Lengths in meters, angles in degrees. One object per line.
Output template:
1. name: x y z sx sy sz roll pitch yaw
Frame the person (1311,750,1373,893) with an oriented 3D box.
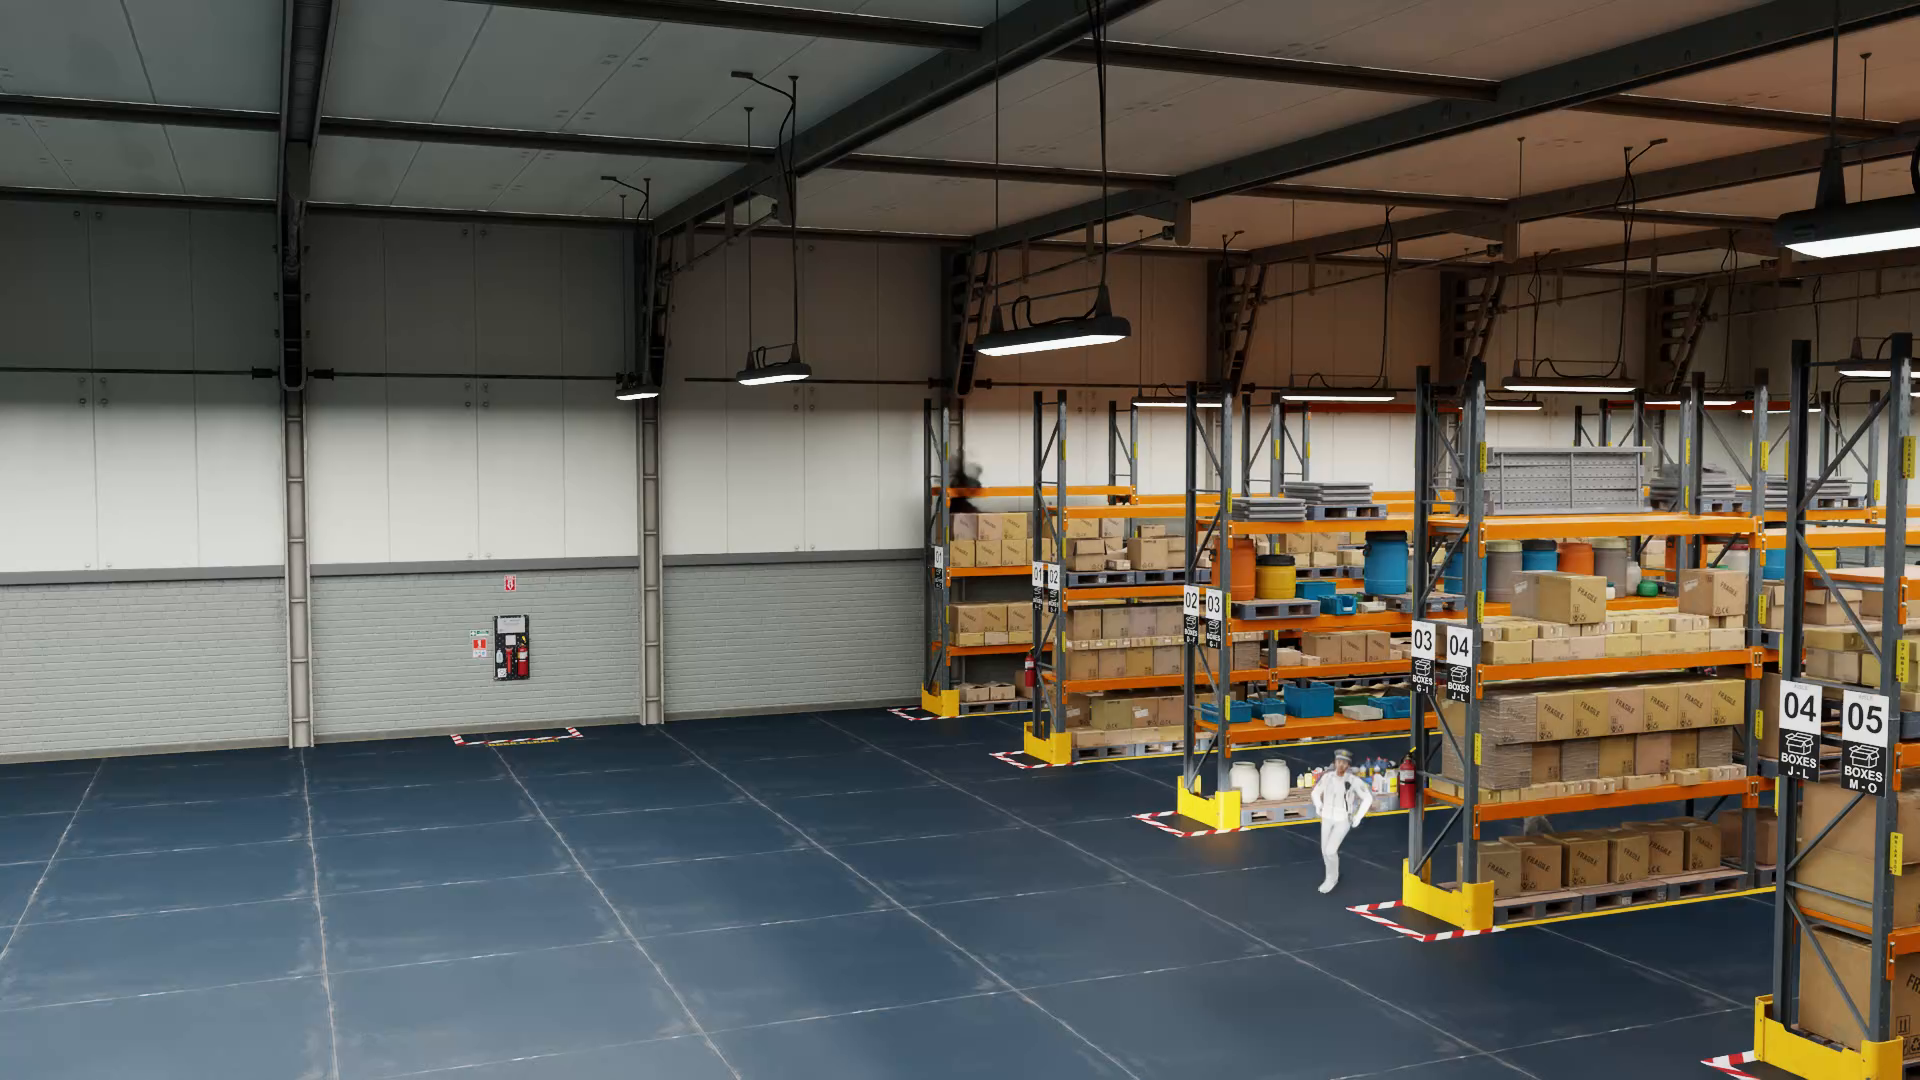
1. person: 4.313 3.208 18.975 0.664 1.662 0.600 3 4 38

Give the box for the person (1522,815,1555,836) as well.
1. person: 7.076 3.099 20.425 0.884 1.685 0.559 -2 4 -25
